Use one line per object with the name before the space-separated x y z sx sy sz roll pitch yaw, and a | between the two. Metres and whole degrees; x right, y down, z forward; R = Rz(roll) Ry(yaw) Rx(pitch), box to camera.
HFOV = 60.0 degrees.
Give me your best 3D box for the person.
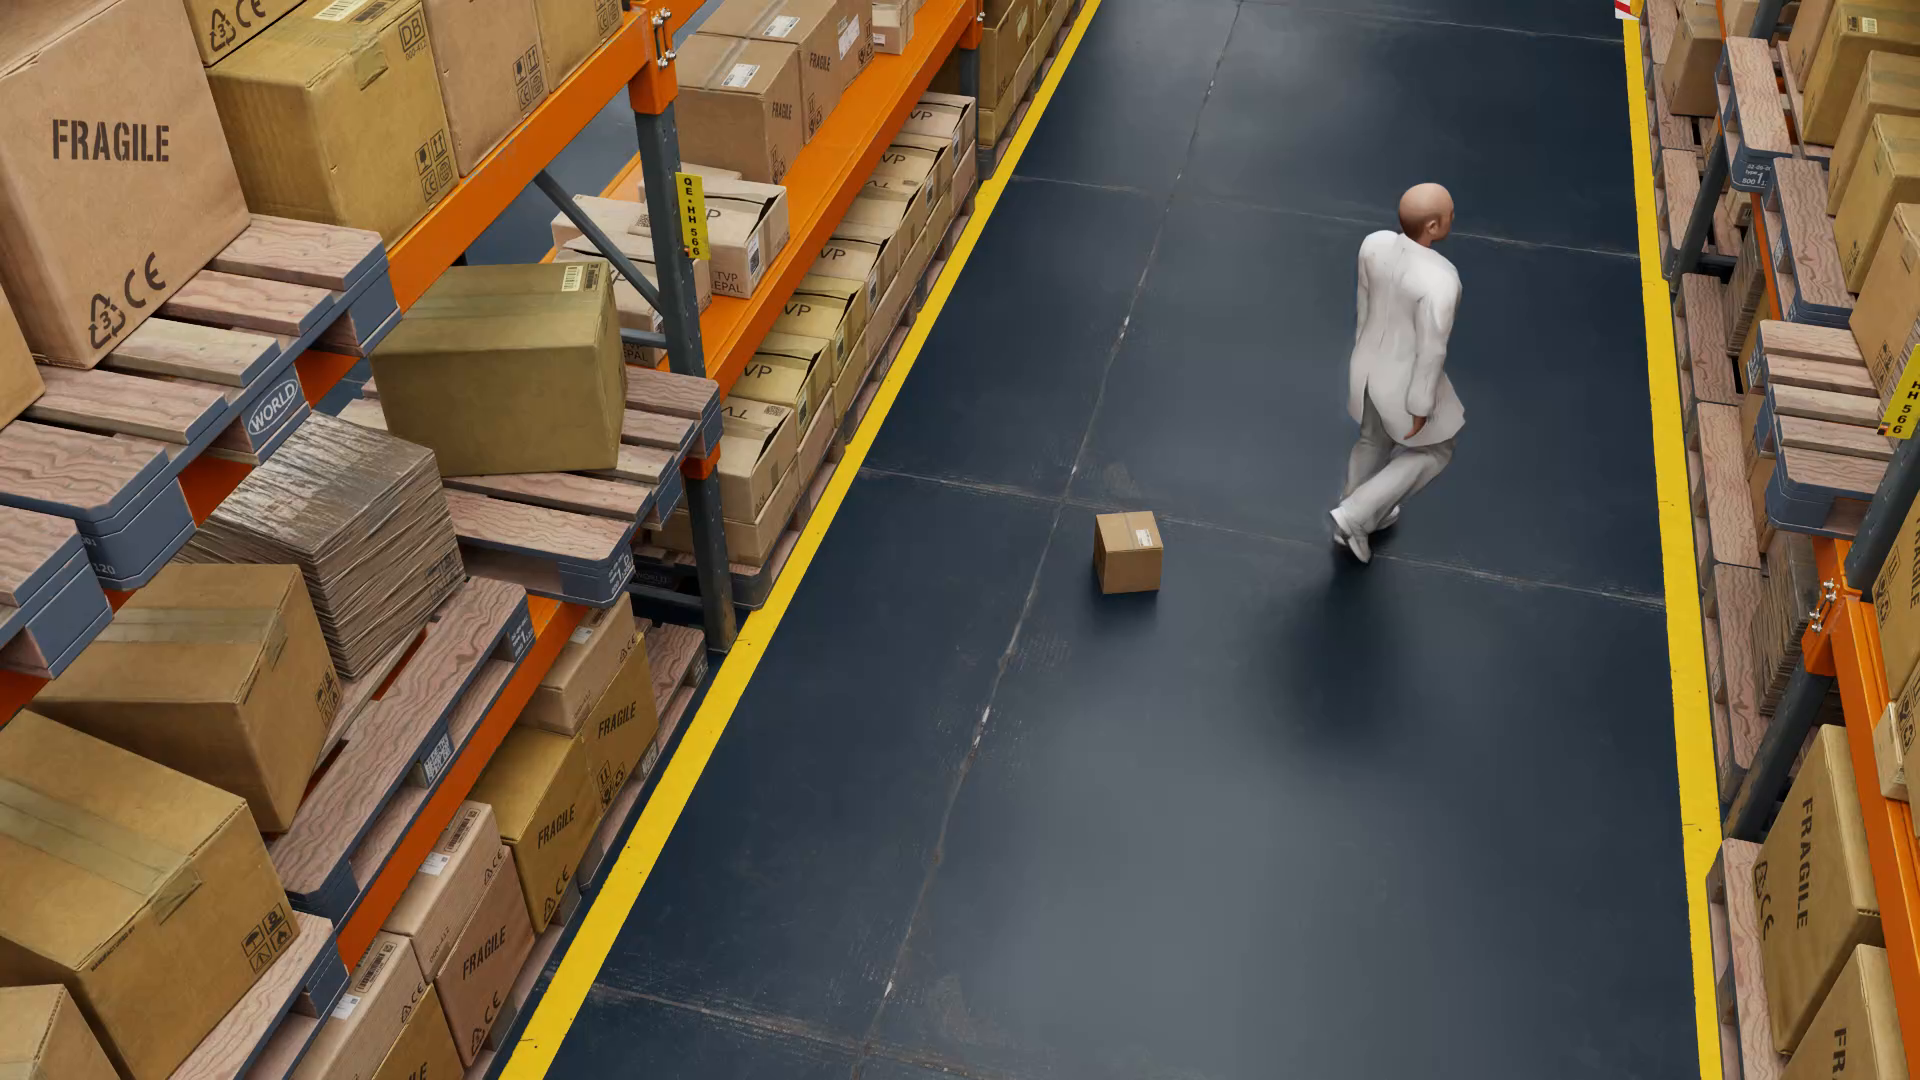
person | 1.807 -0.680 6.923 0.559 1.767 0.594 -18 44 -20
